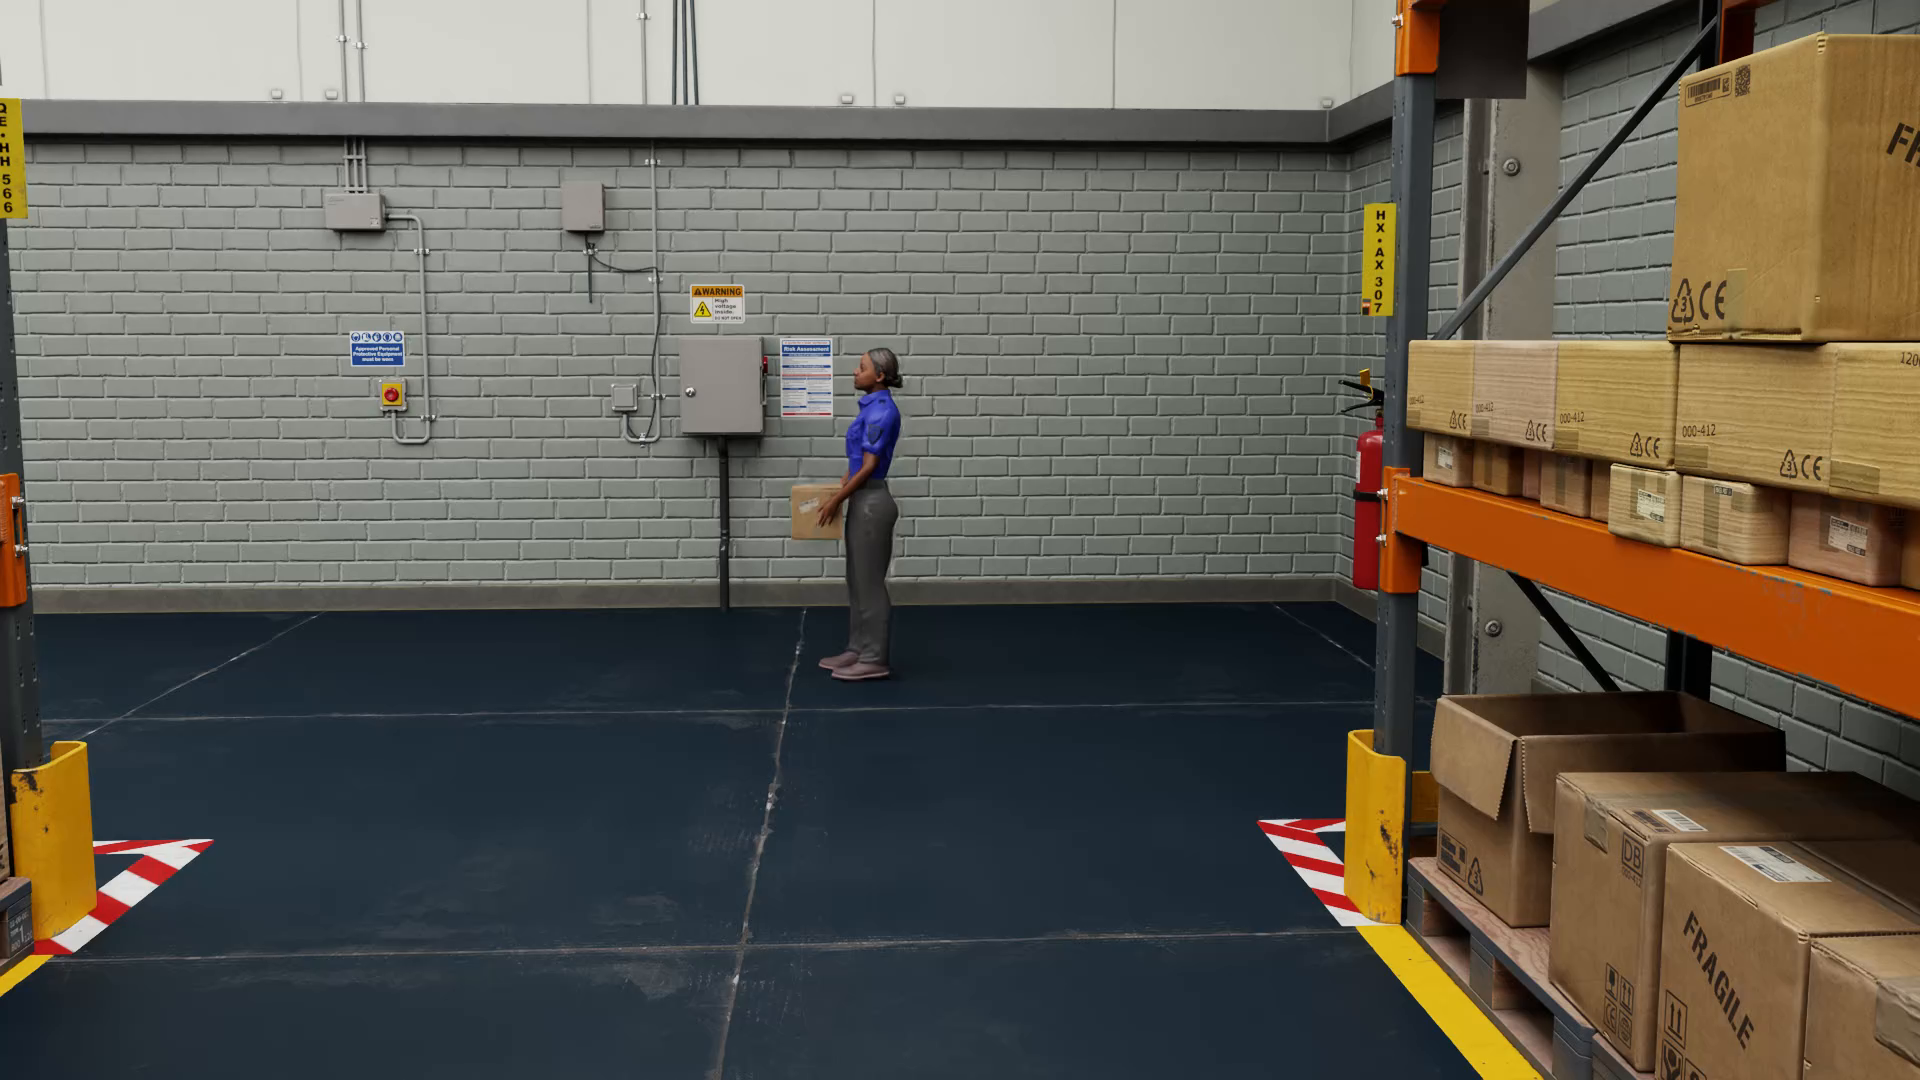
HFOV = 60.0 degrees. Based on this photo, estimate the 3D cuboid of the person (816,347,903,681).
[{"bbox_3d":[-0.504,-0.131,8.338,0.441,1.658,0.512,0,7,-4],"label":"person"}]
